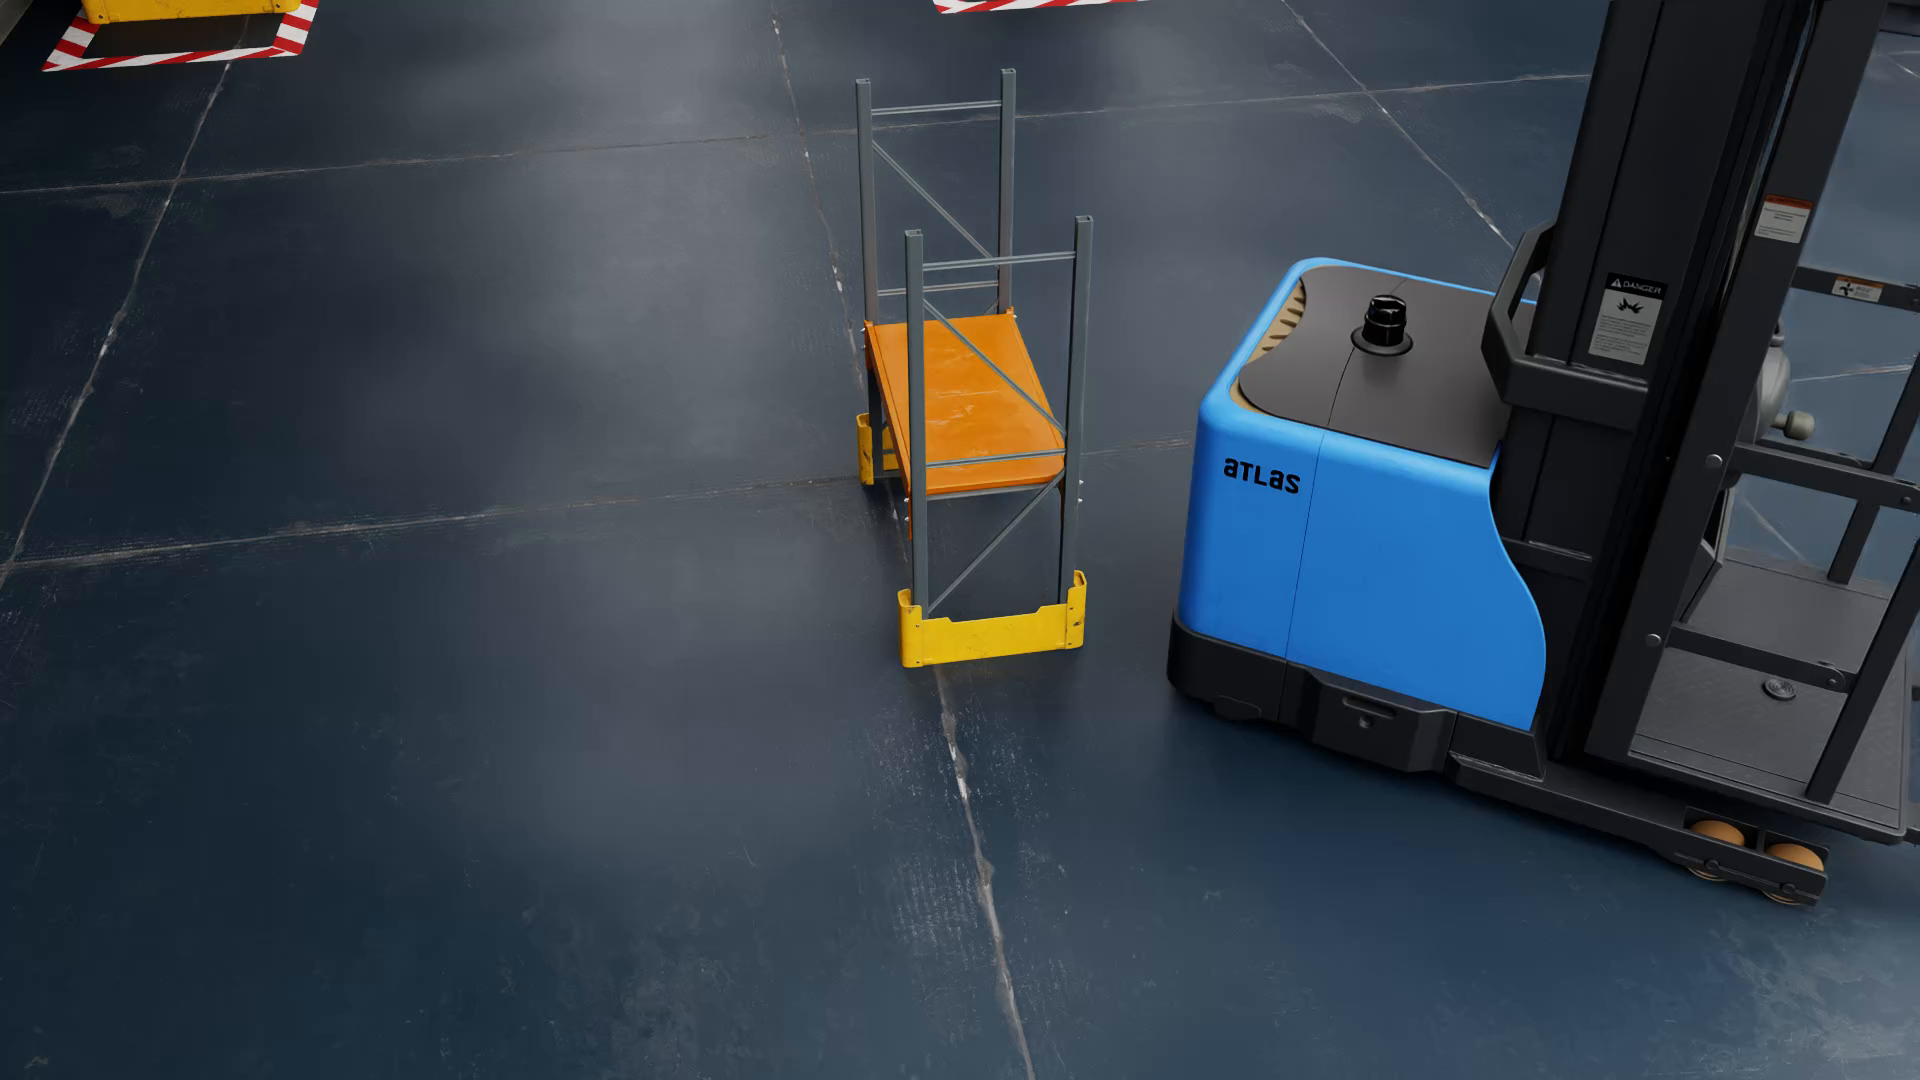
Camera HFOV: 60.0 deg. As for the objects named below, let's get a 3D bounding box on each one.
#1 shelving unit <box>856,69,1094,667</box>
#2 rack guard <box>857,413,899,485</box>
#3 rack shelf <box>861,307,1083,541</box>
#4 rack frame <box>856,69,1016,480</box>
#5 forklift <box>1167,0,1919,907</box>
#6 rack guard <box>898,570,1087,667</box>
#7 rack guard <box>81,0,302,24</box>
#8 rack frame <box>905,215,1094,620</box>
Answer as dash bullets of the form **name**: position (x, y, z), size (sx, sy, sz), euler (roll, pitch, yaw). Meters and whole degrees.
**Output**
- **shelving unit**: position (0.013, -0.546, 5.231), size (0.587, 1.500, 1.083), euler (-6, 38, -8)
- **rack guard**: position (-0.074, -0.353, 6.001), size (0.587, 0.250, 0.087), euler (-6, 38, -8)
- **rack shelf**: position (0.015, -0.399, 5.334), size (0.538, 0.185, 1.000), euler (-6, 38, -8)
- **rack frame**: position (-0.074, -0.848, 5.619), size (0.500, 1.500, 0.032), euler (-6, 38, -8)
- **forklift**: position (2.192, -0.549, 4.068), size (3.031, 2.935, 1.130), euler (16, 41, 20)
- **rack guard**: position (0.101, 0.248, 5.227), size (0.587, 0.250, 0.087), euler (-6, 38, -8)
- **rack guard**: position (-4.484, -3.328, 9.626), size (1.175, 0.500, 0.348), euler (-6, 38, -8)
- **rack frame**: position (0.104, -0.234, 4.828), size (0.500, 1.500, 0.032), euler (-6, 38, -8)
